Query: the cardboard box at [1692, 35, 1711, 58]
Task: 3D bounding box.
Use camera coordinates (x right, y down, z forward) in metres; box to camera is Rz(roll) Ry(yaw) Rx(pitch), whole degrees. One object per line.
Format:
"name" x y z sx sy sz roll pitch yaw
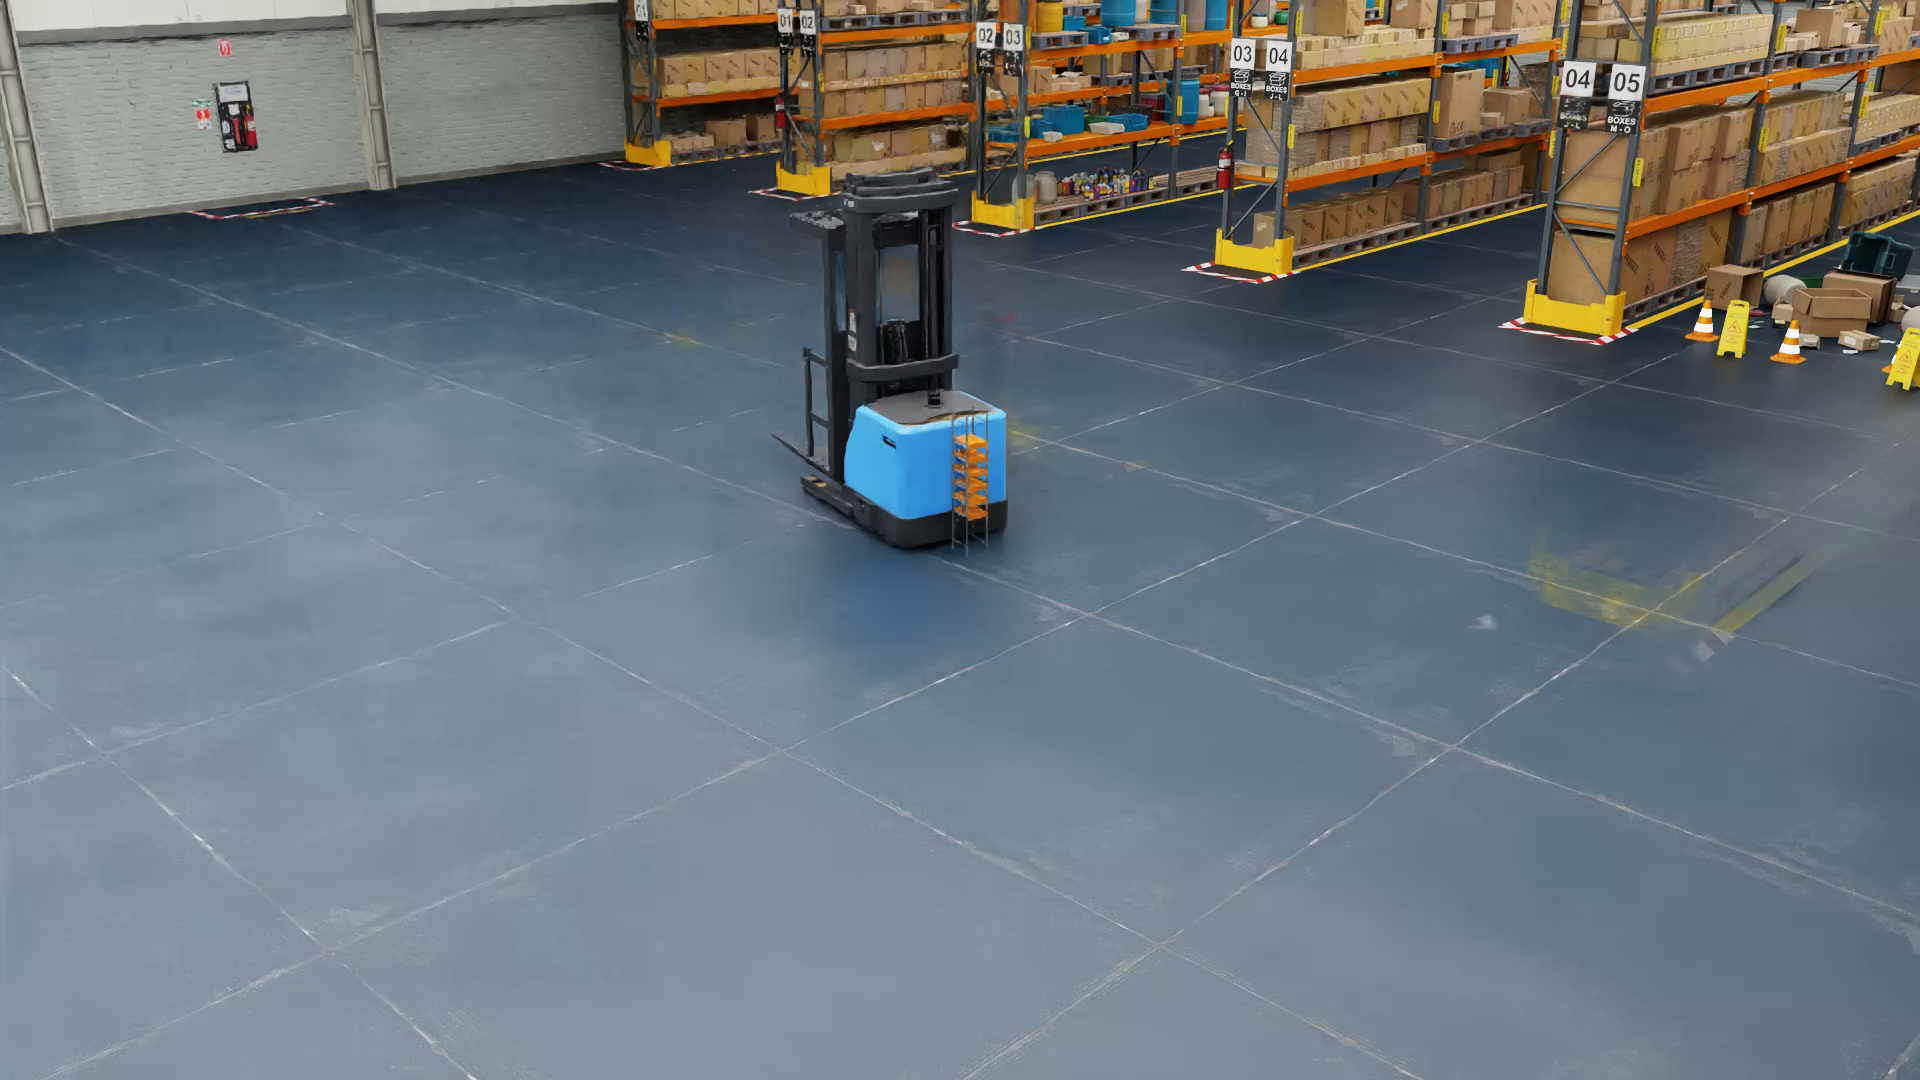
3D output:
"cardboard box" 8.935 -6.129 20.589 0.500 0.250 0.500 19 28 40

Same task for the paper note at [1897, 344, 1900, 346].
"paper note" 11.309 -2.345 20.025 0.032 0.001 0.123 19 28 41

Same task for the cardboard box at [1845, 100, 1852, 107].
"cardboard box" 14.390 -7.148 27.289 0.250 0.149 0.380 -19 28 -40

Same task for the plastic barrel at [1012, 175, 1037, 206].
"plastic barrel" 1.082 -5.826 27.796 0.421 0.512 0.421 0 21 0

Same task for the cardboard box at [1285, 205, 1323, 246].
"cardboard box" 5.067 -4.712 24.912 0.500 0.500 0.500 -12 24 -28

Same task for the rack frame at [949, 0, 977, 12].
"rack frame" -0.078 -11.673 31.762 1.000 3.000 0.127 19 28 41

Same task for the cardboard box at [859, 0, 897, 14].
"cardboard box" -1.514 -9.911 30.440 0.500 0.500 0.500 19 28 41

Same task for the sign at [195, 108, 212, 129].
"sign" -12.948 -7.212 28.468 0.001 0.329 0.234 19 28 41

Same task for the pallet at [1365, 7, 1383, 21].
"pallet" 7.783 -10.482 33.108 1.003 0.211 1.213 19 28 41

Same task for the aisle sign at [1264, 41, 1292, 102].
"aisle sign" 4.398 -6.486 23.007 0.394 0.787 0.004 19 28 41

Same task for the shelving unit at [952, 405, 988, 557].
"shelving unit" 0.079 -0.474 13.498 0.189 1.200 0.258 -12 24 -29

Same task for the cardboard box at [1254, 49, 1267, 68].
"cardboard box" 4.381 -6.881 23.687 0.500 0.250 0.500 -19 28 -41

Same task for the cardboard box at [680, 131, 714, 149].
"cardboard box" -5.476 -8.335 34.576 0.500 0.311 0.500 -17 27 -38

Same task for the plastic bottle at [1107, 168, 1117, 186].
"plastic bottle" 2.711 -6.461 29.644 0.144 0.351 0.185 19 28 41

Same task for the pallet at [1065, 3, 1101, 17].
"pallet" 2.303 -11.016 34.497 1.003 0.211 1.213 -19 28 -40

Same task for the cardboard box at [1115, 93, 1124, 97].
"cardboard box" 3.976 -11.891 43.592 0.700 0.500 0.500 19 28 40

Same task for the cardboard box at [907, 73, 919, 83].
"cardboard box" -1.001 -8.772 31.535 0.250 0.149 0.380 -19 28 -41

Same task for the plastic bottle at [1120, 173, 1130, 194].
"plastic bottle" 2.866 -6.230 29.044 0.144 0.351 0.185 19 28 40

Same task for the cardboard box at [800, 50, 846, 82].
"cardboard box" -2.497 -8.627 30.252 0.700 0.500 0.500 19 28 41

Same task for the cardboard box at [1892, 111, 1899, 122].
"cardboard box" 15.028 -6.907 27.076 0.380 0.149 0.250 19 28 41

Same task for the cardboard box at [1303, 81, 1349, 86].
"cardboard box" 5.483 -6.604 24.988 0.500 0.500 0.500 19 28 41

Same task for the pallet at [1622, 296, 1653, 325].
"pallet" 8.211 -3.020 21.499 1.003 0.211 1.213 19 28 41

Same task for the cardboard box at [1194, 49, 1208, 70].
"cardboard box" 5.668 -11.168 38.672 0.500 0.500 0.500 -20 28 -41

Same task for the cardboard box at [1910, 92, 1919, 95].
"cardboard box" 16.607 -7.431 28.534 0.500 0.500 0.500 19 28 40

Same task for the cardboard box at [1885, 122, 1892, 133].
"cardboard box" 14.853 -6.704 26.962 0.380 0.149 0.250 18 27 39

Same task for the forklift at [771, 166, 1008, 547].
"forklift" -0.776 -1.793 14.515 1.130 2.935 3.031 -12 24 -28

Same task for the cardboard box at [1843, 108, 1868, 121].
"cardboard box" 13.937 -6.649 25.991 0.380 0.149 0.250 18 28 39

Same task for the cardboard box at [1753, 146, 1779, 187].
"cardboard box" 11.060 -5.239 23.247 0.500 0.500 0.500 20 28 41

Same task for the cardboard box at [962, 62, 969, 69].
"cardboard box" -0.016 -11.168 39.133 0.250 0.149 0.380 -19 28 -40

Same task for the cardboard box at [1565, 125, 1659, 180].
"cardboard box" 7.996 -4.756 20.415 0.875 0.550 0.550 19 28 41

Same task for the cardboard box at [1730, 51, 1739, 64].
"cardboard box" 9.767 -6.215 21.371 0.250 0.149 0.380 -20 28 -41

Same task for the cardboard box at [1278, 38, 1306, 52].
"cardboard box" 4.584 -6.893 23.161 0.380 0.149 0.250 19 28 40

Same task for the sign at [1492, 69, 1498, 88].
"sign" 9.407 -8.099 29.212 0.100 0.325 0.005 19 28 41

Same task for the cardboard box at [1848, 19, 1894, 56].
"cardboard box" 13.880 -7.680 25.416 0.500 0.500 0.500 19 28 41

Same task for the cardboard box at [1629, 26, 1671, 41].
"cardboard box" 8.171 -6.000 19.700 0.380 0.149 0.250 20 28 41

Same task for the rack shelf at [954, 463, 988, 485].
"rack shelf" 0.079 -0.545 13.471 0.180 0.103 0.258 -12 24 -29

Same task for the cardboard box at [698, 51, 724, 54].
"cardboard box" -5.177 -9.937 34.745 0.500 0.500 0.500 -20 29 -41

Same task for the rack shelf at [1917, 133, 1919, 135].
"rack shelf" 17.476 -7.359 29.905 1.077 0.370 4.000 19 28 41

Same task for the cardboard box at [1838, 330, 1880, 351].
"cardboard box" 10.793 -2.395 19.960 0.250 0.149 0.380 -6 22 -15

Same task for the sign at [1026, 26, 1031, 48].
"sign" 1.069 -7.869 26.035 0.100 0.325 0.005 19 28 41

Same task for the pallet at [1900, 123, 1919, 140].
"pallet" 15.444 -6.931 28.056 1.003 0.211 1.213 19 28 41

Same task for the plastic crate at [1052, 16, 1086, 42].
"plastic crate" 1.792 -8.562 27.872 0.392 0.384 0.575 19 28 41

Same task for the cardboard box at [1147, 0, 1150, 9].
"cardboard box" 3.711 -11.733 35.960 0.910 0.500 0.500 19 28 41

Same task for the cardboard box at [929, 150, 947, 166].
"cardboard box" -0.601 -7.485 32.476 0.500 0.250 0.500 19 28 41

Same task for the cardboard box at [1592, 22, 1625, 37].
"cardboard box" 7.877 -6.229 20.296 0.380 0.149 0.250 19 28 41

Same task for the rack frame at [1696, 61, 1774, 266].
"rack frame" 10.500 -5.125 23.088 1.000 3.000 0.127 19 28 41

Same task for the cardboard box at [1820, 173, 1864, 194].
"cardboard box" 13.945 -5.649 26.305 0.500 0.250 0.500 18 27 38

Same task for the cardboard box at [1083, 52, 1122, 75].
"cardboard box" 3.071 -10.333 35.915 0.700 0.500 0.500 9 23 23

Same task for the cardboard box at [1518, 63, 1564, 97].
"cardboard box" 10.329 -8.119 29.341 0.637 0.503 0.797 -19 28 -40

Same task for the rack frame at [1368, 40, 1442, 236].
"rack frame" 7.017 -6.392 26.386 1.000 3.000 0.127 19 28 41

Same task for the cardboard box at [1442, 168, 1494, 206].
"cardboard box" 8.586 -5.988 28.206 0.500 0.500 0.700 -17 27 -38

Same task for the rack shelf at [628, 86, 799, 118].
"rack shelf" -5.025 -9.261 34.853 1.077 0.370 4.000 19 28 41

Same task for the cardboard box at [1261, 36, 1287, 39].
"cardboard box" 4.462 -7.067 23.614 0.380 0.149 0.250 18 27 39

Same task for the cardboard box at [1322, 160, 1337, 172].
"cardboard box" 5.308 -5.512 24.446 0.380 0.149 0.250 19 28 41

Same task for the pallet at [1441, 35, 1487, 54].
"pallet" 7.524 -7.836 26.225 1.213 0.211 1.003 19 28 41

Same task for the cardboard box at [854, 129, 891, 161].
"cardboard box" -1.648 -7.450 31.339 0.500 0.500 0.500 19 28 41

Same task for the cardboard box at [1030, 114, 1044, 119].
"cardboard box" 1.776 -8.877 35.315 0.500 0.311 0.500 18 28 39
